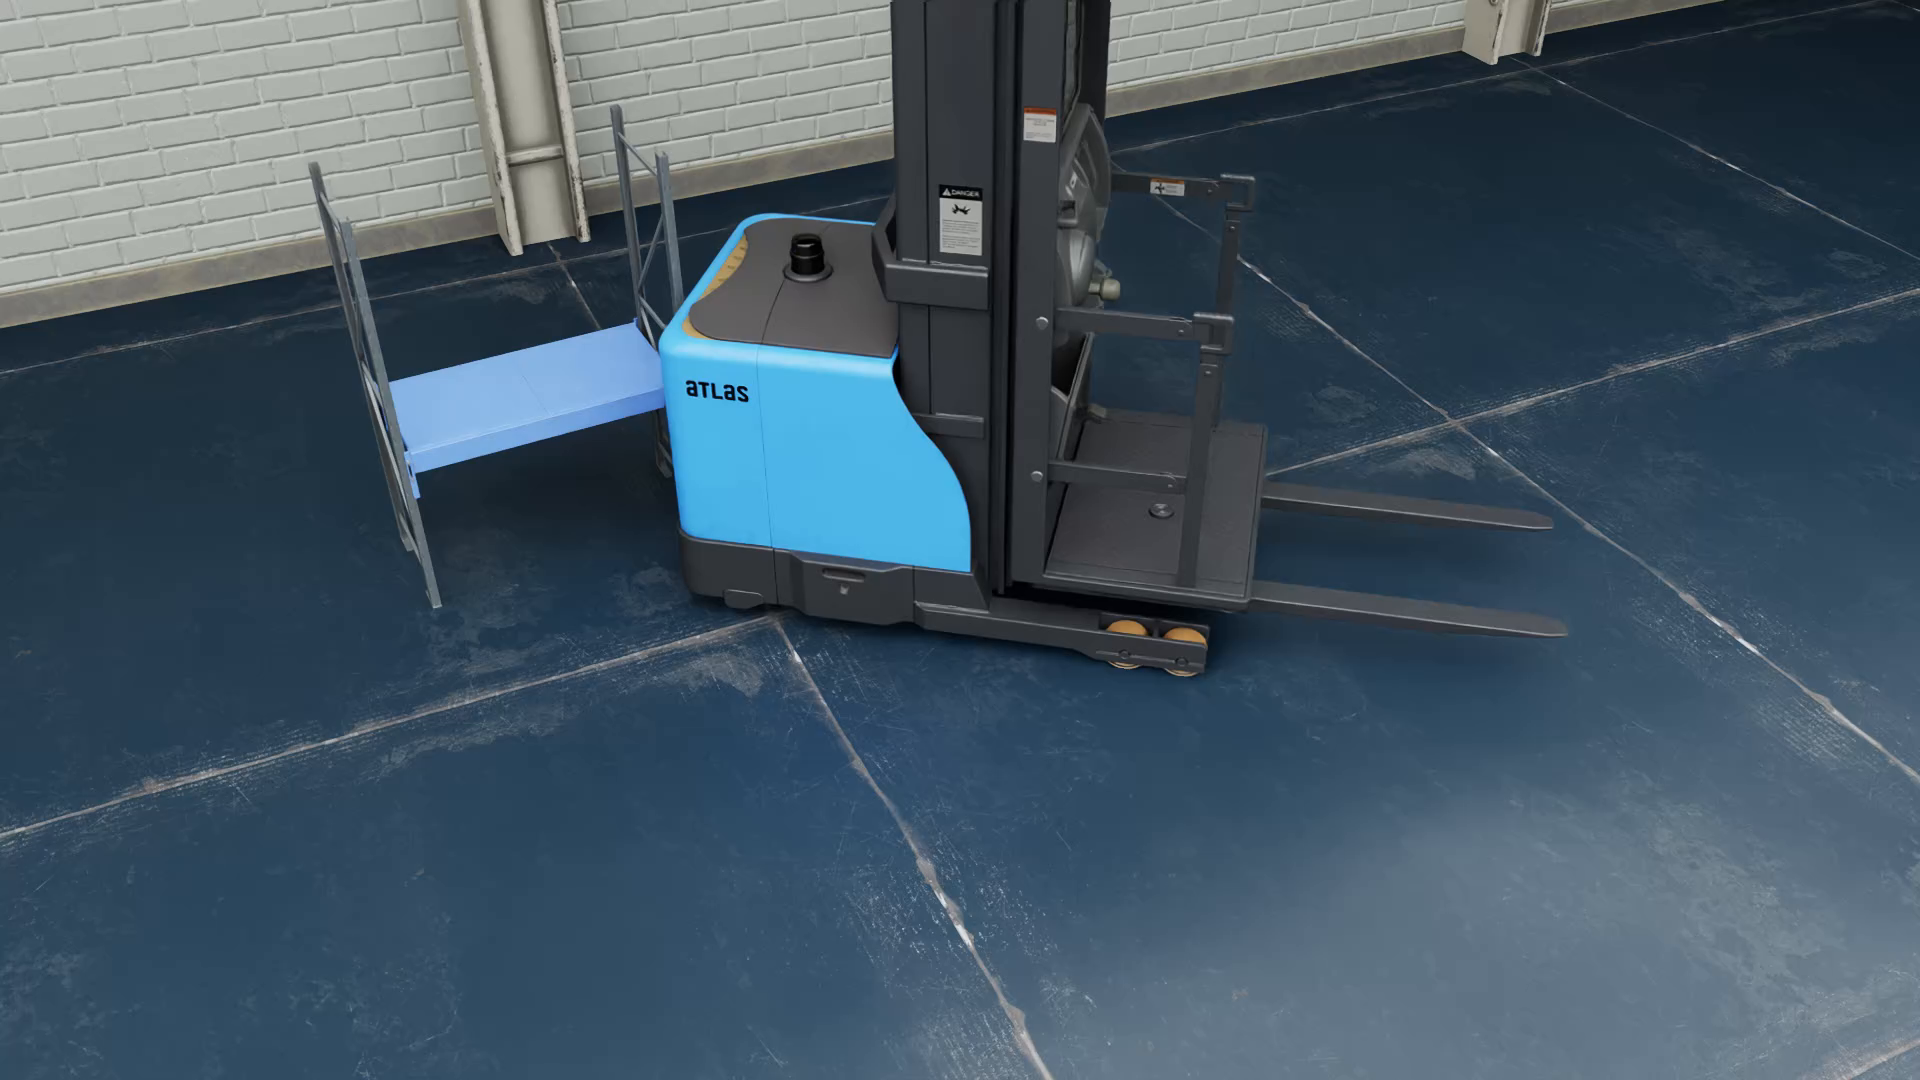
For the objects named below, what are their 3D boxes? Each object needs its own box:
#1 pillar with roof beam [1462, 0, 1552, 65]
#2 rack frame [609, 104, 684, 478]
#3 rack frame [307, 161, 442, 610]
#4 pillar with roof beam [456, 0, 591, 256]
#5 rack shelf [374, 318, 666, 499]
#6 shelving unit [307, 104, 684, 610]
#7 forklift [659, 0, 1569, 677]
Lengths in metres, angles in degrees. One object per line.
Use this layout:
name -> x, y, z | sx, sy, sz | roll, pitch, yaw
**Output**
pillar with roof beam -> 5.186, -4.331, 4.536 | 0.400, 9.000, 9.100 | -16, 39, -20
rack frame -> -1.084, -0.778, 6.040 | 0.032, 1.500, 0.500 | -18, 40, -22
rack frame -> -1.978, -0.490, 5.651 | 0.032, 1.500, 0.500 | -18, 40, -22
pillar with roof beam -> -0.245, -2.813, 2.488 | 0.400, 9.000, 9.100 | -16, 39, -20
rack shelf -> -1.531, -0.490, 5.953 | 1.000, 0.185, 0.538 | -18, 40, -22
shelving unit -> -1.531, -0.634, 5.846 | 1.048, 1.500, 0.538 | -18, 40, -22
forklift -> 0.581, -1.062, 5.221 | 3.031, 2.935, 1.130 | 7, 37, 9
